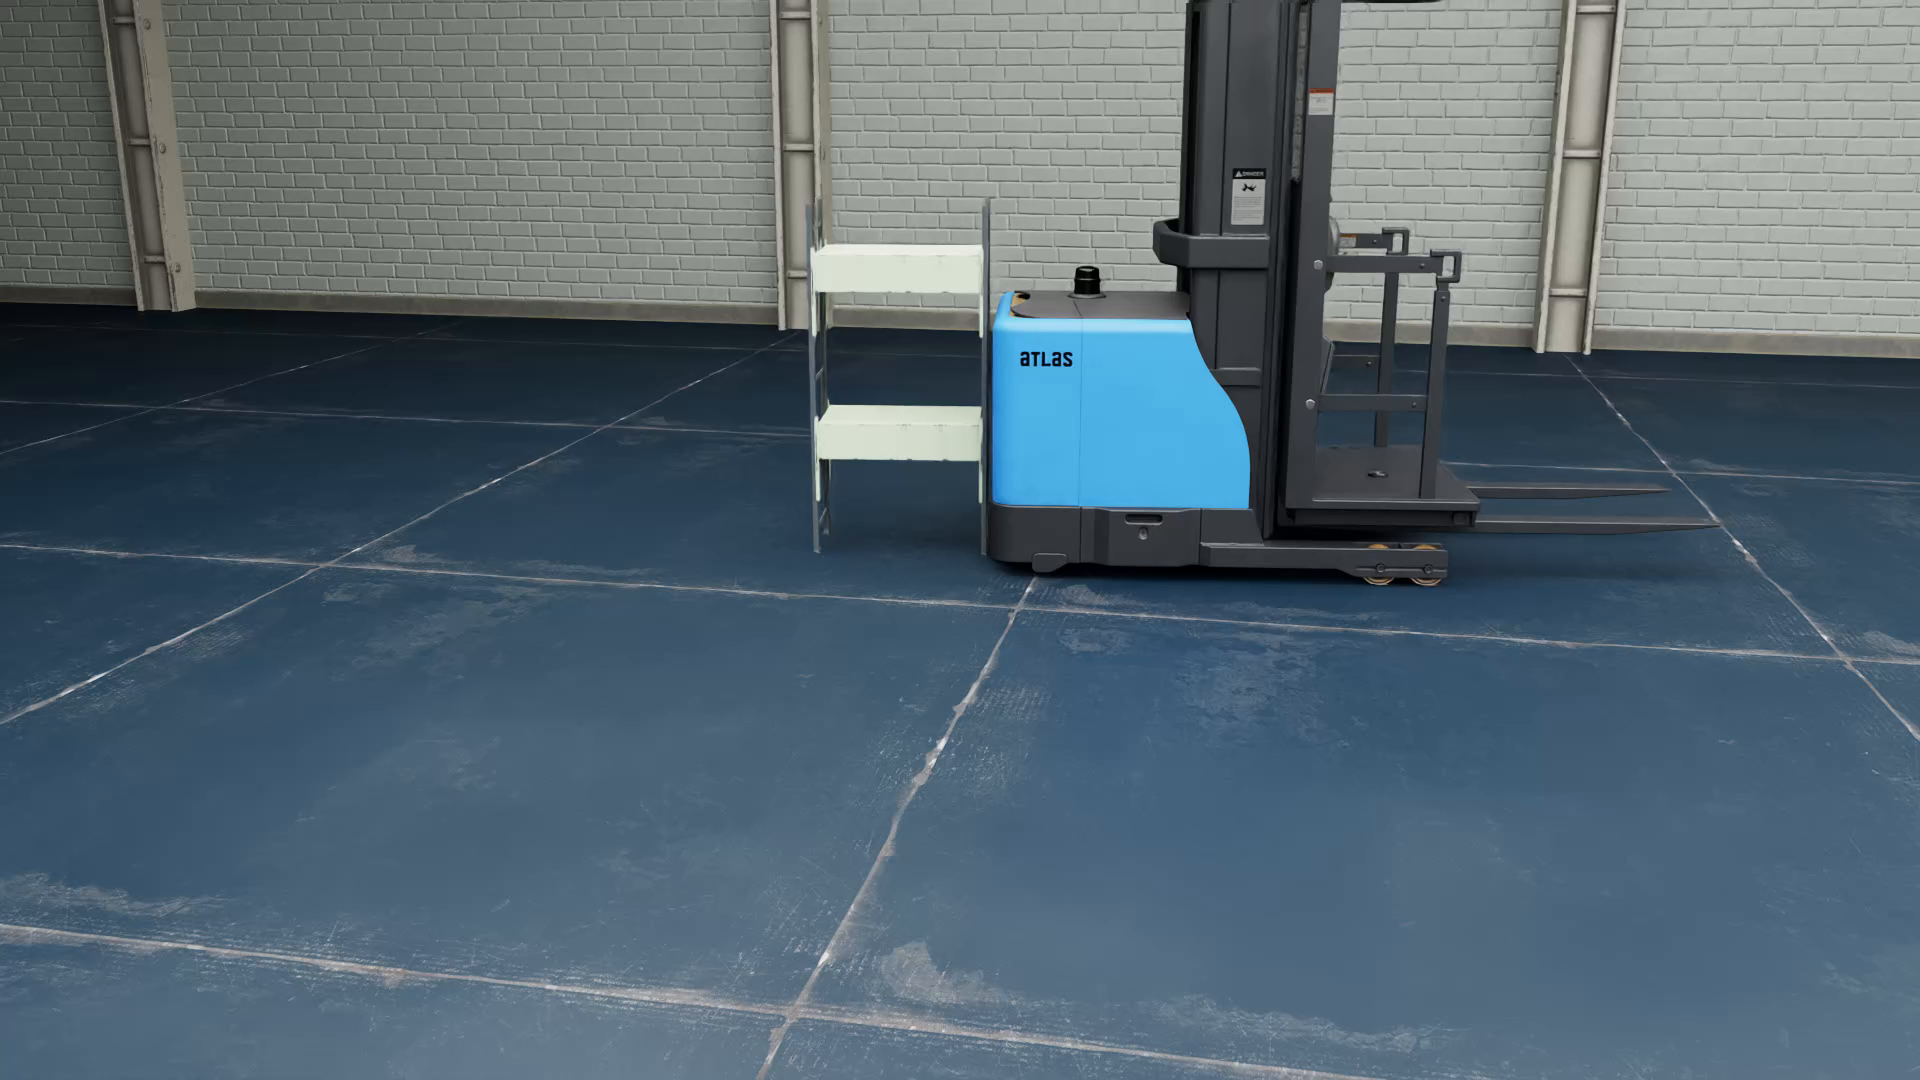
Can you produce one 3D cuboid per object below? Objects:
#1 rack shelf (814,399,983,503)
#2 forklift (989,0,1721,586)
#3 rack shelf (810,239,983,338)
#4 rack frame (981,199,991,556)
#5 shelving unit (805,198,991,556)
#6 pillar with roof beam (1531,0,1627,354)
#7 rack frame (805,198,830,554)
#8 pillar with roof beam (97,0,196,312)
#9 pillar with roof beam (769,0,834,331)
[{"bbox_3d":[-0.253,-0.397,7.335,0.720,0.370,0.431,1,16,3],"label":"rack shelf"},{"bbox_3d":[1.657,-1.370,6.947,3.031,2.935,1.130,1,16,3],"label":"forklift"},{"bbox_3d":[-0.253,-1.087,7.144,0.720,0.370,0.431,1,16,3],"label":"rack shelf"},{"bbox_3d":[0.113,-0.706,7.231,0.023,1.500,0.400,1,16,3],"label":"rack frame"},{"bbox_3d":[-0.253,-0.711,7.248,0.755,1.500,0.431,1,16,3],"label":"shelving unit"},{"bbox_3d":[3.741,-4.662,7.465,0.400,9.000,9.100,3,16,11],"label":"pillar with roof beam"},{"bbox_3d":[-0.619,-0.715,7.265,0.023,1.500,0.400,1,16,3],"label":"rack frame"},{"bbox_3d":[-8.018,-5.300,9.770,0.400,9.000,9.100,3,16,11],"label":"pillar with roof beam"},{"bbox_3d":[-2.139,-4.981,8.618,0.400,9.000,9.100,3,16,11],"label":"pillar with roof beam"}]
